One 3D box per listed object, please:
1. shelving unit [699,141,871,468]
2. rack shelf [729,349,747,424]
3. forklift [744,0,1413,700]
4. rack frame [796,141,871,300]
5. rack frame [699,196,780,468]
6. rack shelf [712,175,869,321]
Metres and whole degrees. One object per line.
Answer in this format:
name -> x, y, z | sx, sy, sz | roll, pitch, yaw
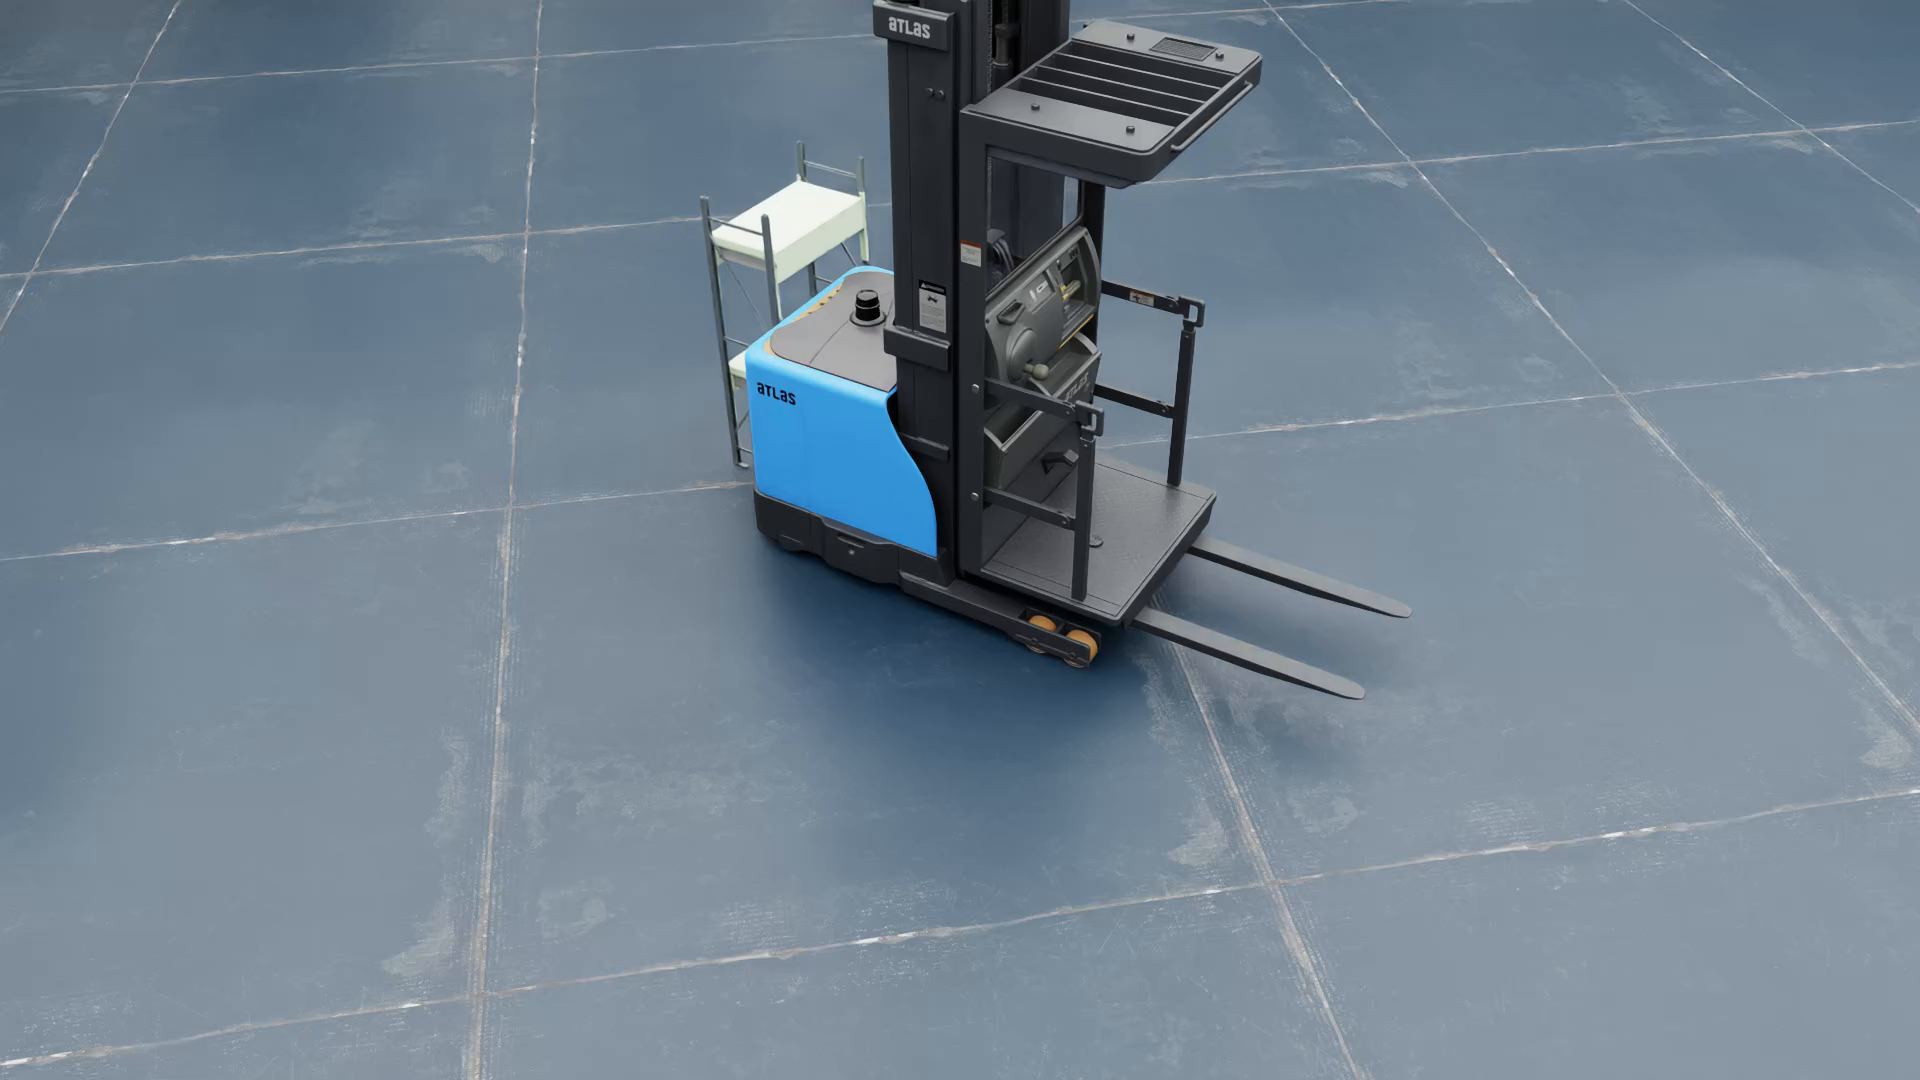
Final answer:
shelving unit -> -0.824, -1.128, 8.368 | 0.431, 1.500, 0.755 | 21, 42, 27
rack shelf -> -0.815, -0.868, 8.564 | 0.431, 0.370, 0.720 | 21, 42, 27
forklift -> 0.538, -0.963, 7.001 | 3.031, 2.935, 1.130 | 20, 42, 24
rack frame -> -0.622, -1.315, 8.610 | 0.400, 1.500, 0.023 | 21, 42, 27
rack frame -> -1.025, -0.941, 8.127 | 0.400, 1.500, 0.023 | 21, 42, 27
rack shelf -> -0.833, -1.440, 8.134 | 0.431, 0.370, 0.720 | 21, 42, 27
